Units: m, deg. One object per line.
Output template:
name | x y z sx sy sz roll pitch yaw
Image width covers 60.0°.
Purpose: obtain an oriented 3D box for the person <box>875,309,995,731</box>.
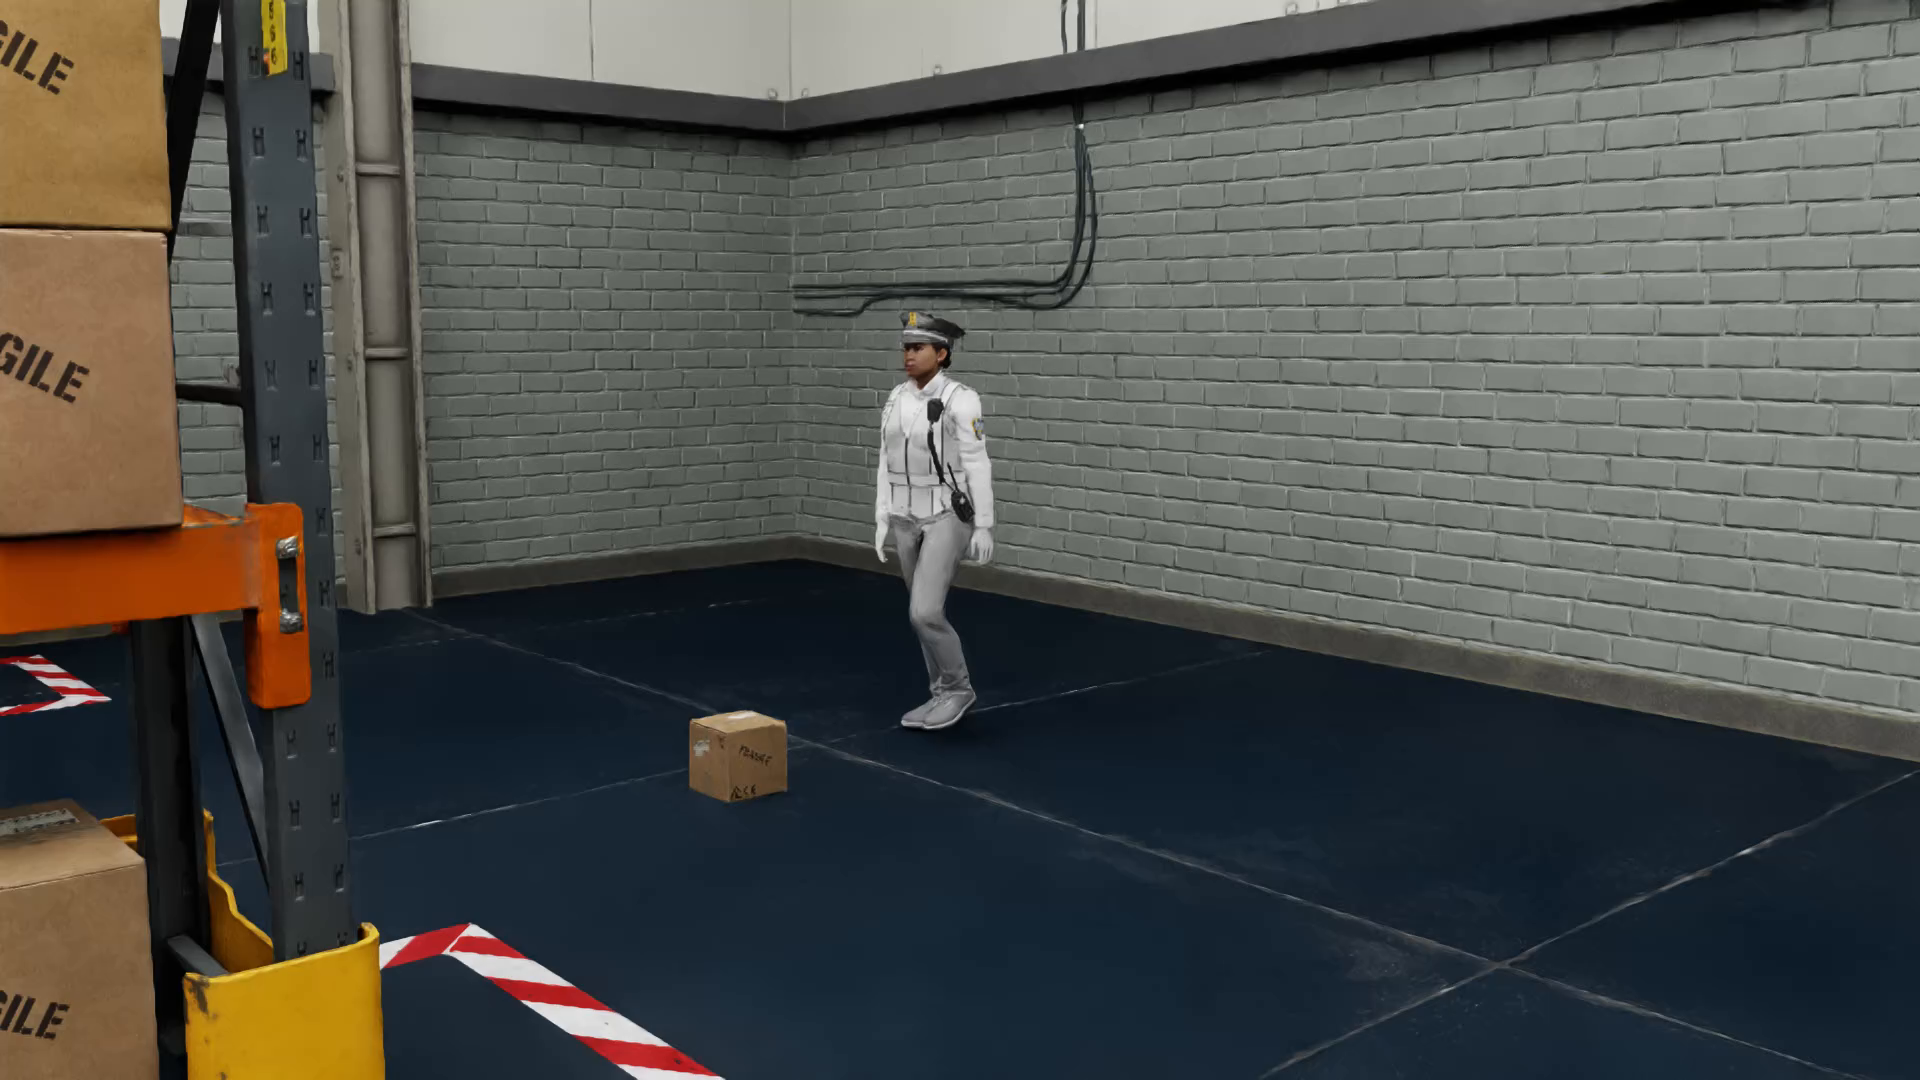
person | -0.122 -0.066 6.589 0.509 1.680 0.467 6 10 40
